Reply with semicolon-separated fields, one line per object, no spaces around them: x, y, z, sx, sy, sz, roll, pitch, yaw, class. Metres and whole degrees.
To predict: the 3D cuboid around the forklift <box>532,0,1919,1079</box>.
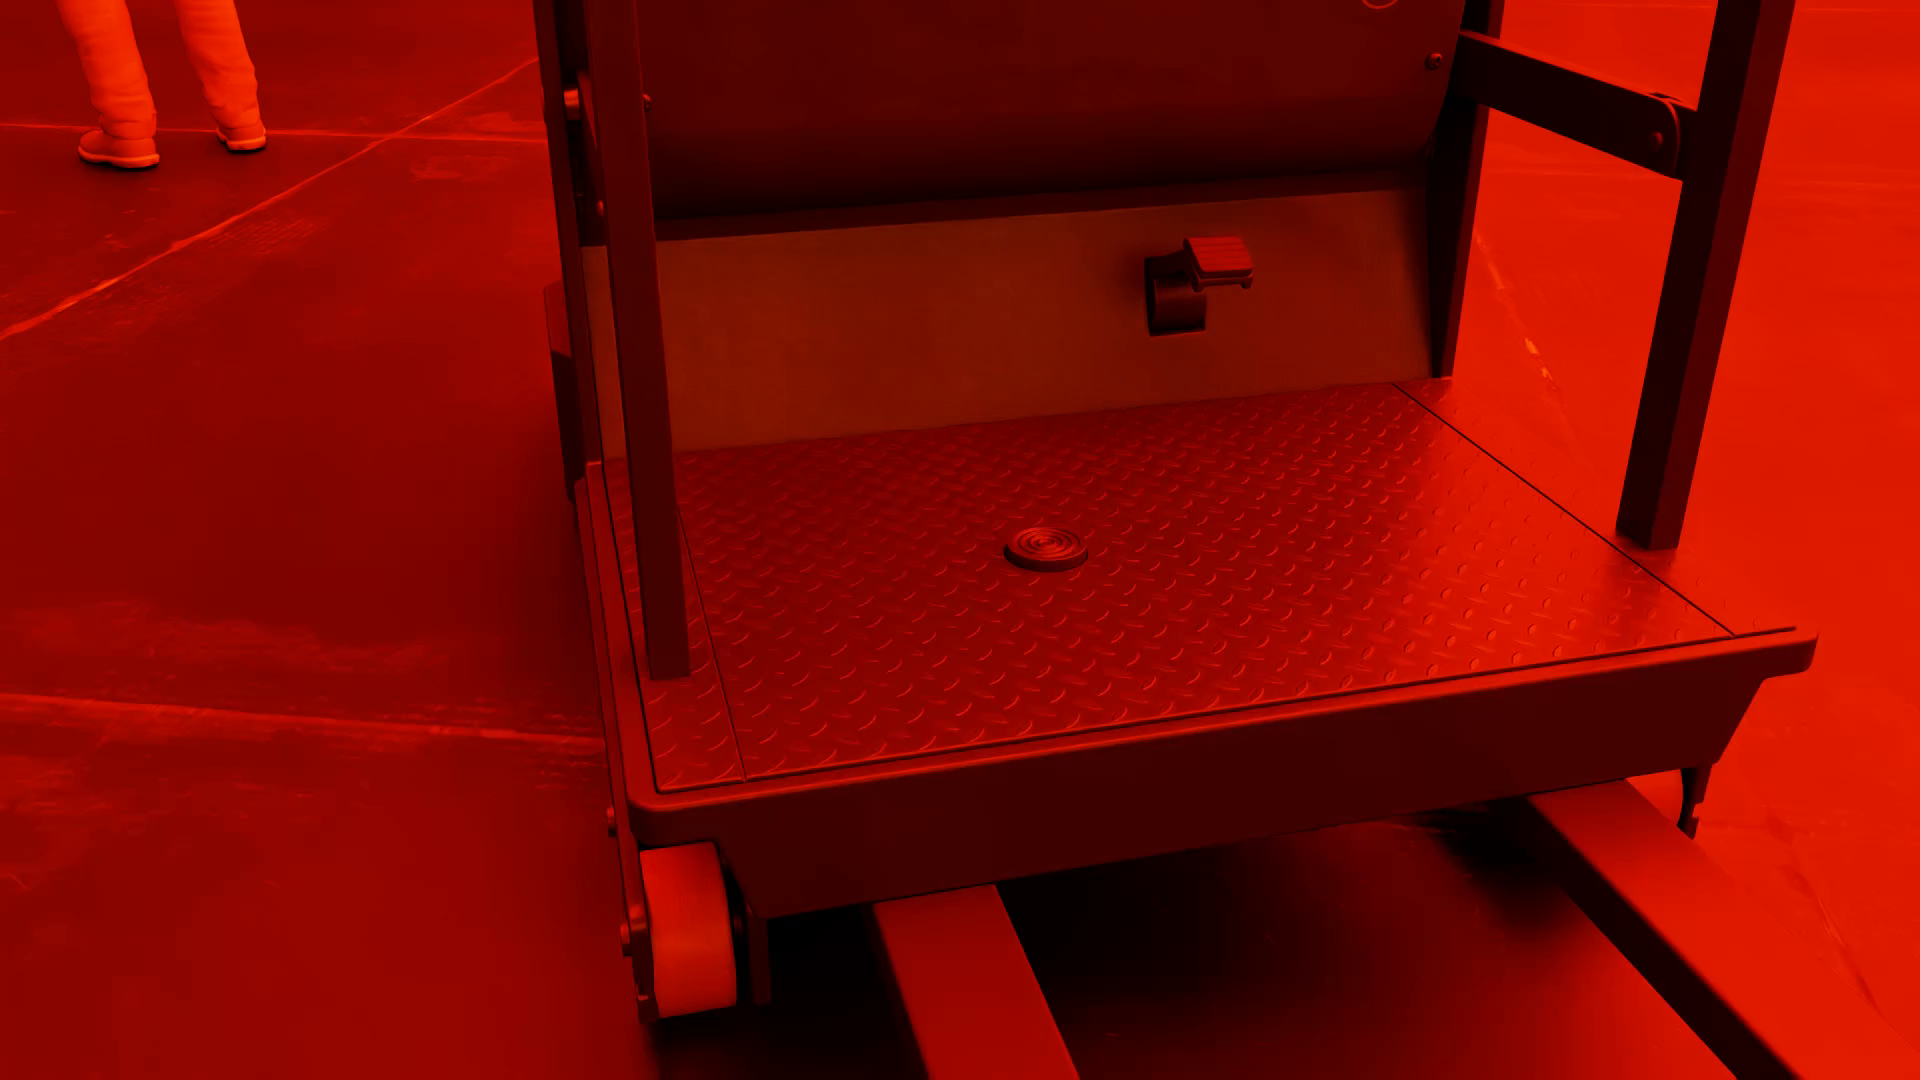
0.153;-1.049;1.319;1.130;2.935;3.031;-7;27;-13;forklift

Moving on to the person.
-2.205;-1.850;4.274;0.598;1.725;0.399;-23;35;-38;person
